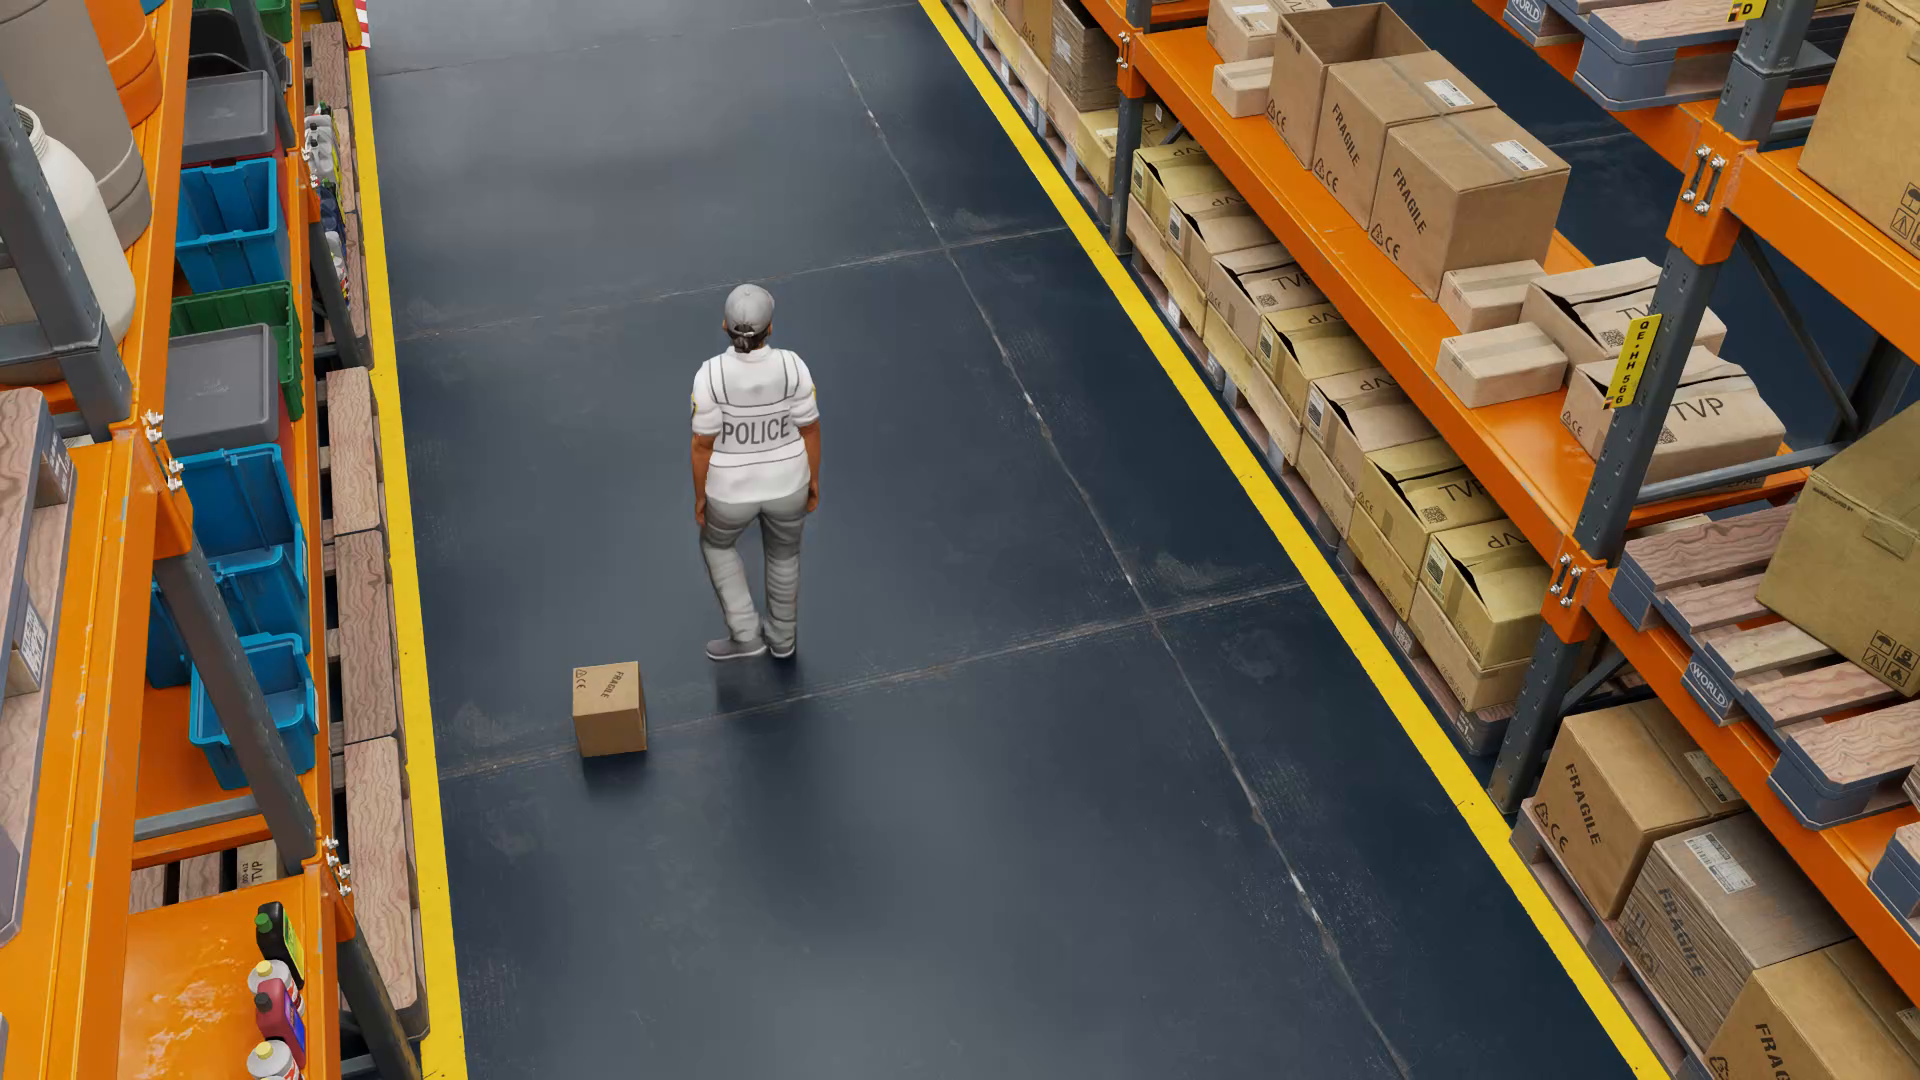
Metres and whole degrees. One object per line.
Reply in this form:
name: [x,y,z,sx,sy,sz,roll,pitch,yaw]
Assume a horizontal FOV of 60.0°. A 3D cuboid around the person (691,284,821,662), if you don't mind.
person: [-0.792,-0.207,6.381,0.550,1.658,0.531,-10,43,-11]
